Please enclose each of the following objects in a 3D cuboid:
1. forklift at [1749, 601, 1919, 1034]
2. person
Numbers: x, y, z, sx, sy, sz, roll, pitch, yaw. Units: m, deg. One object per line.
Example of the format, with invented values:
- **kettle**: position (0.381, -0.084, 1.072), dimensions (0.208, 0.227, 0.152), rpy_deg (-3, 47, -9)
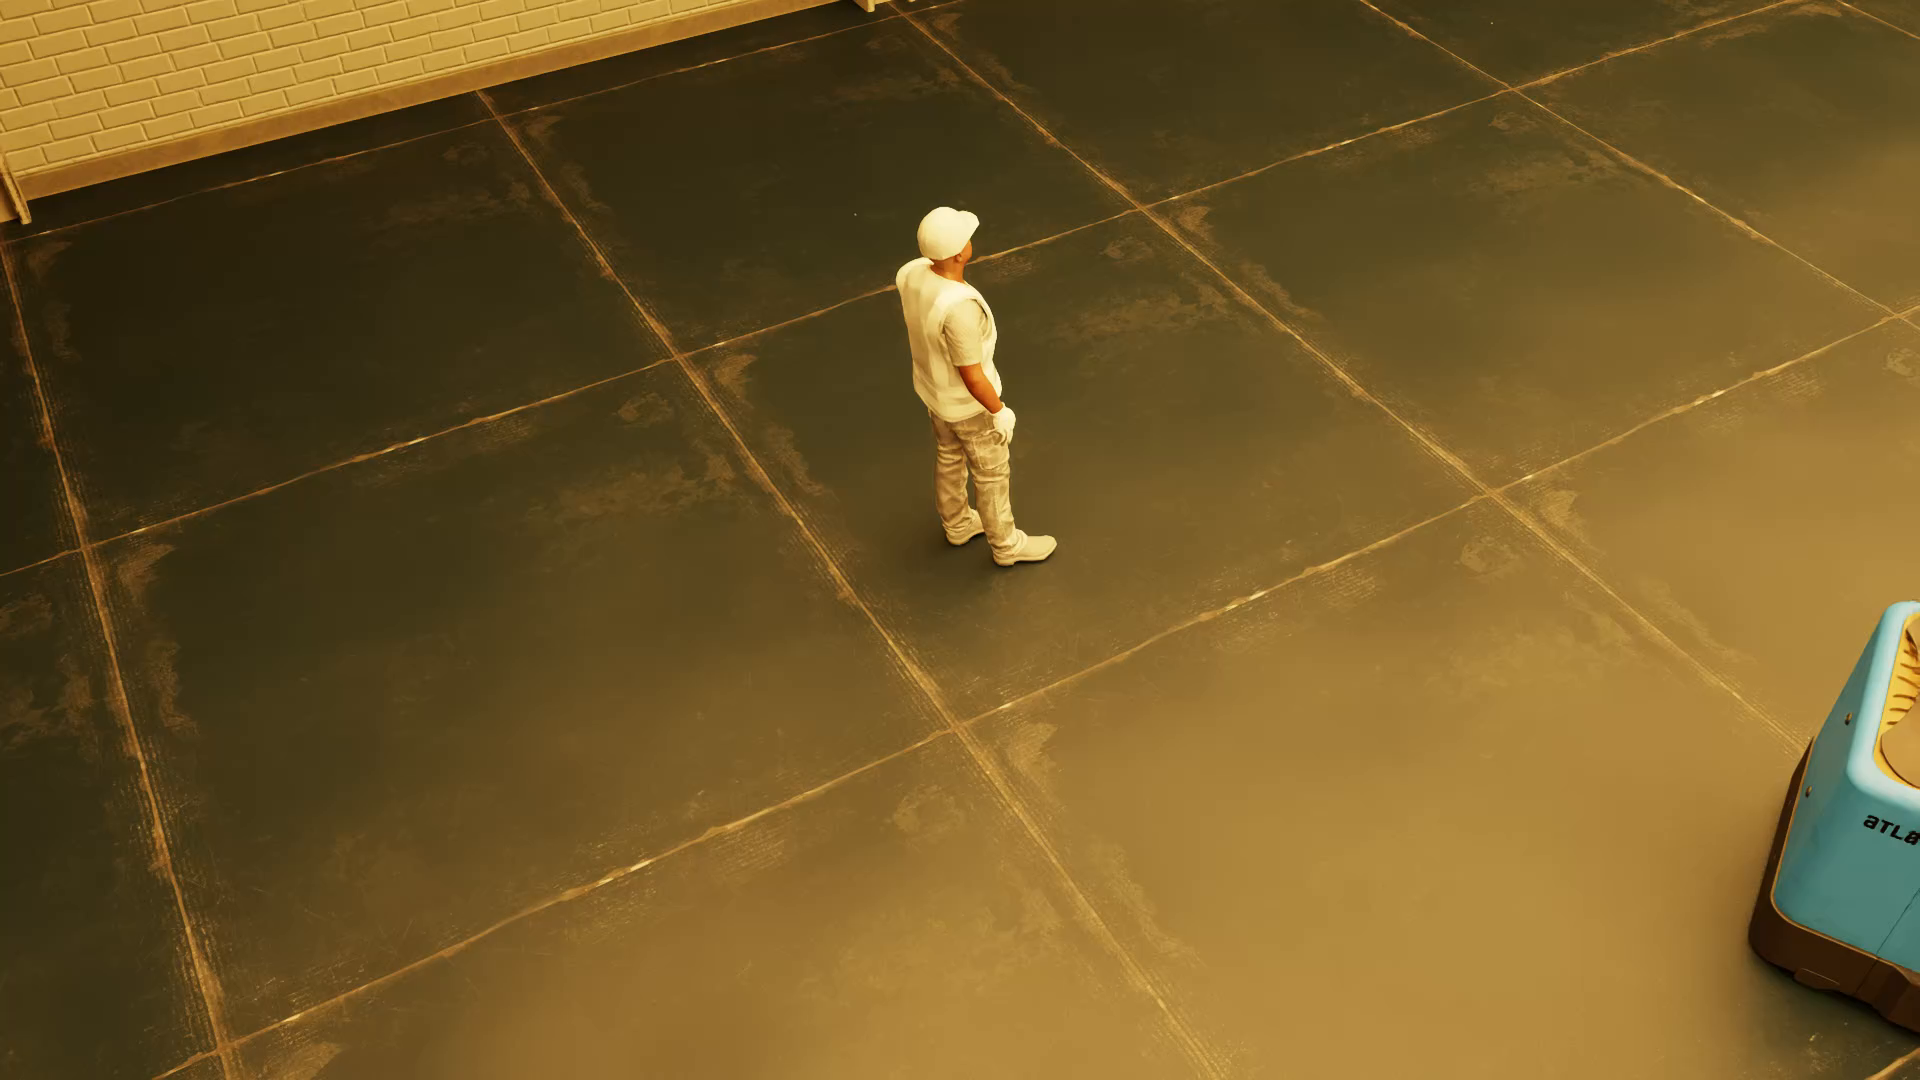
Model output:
- **forklift**: position (4.454, 0.703, 4.939), dimensions (3.031, 2.935, 1.130), rpy_deg (22, 47, 22)
- **person**: position (0.067, -0.678, 7.262), dimensions (0.577, 1.782, 0.656), rpy_deg (-21, 47, -21)
